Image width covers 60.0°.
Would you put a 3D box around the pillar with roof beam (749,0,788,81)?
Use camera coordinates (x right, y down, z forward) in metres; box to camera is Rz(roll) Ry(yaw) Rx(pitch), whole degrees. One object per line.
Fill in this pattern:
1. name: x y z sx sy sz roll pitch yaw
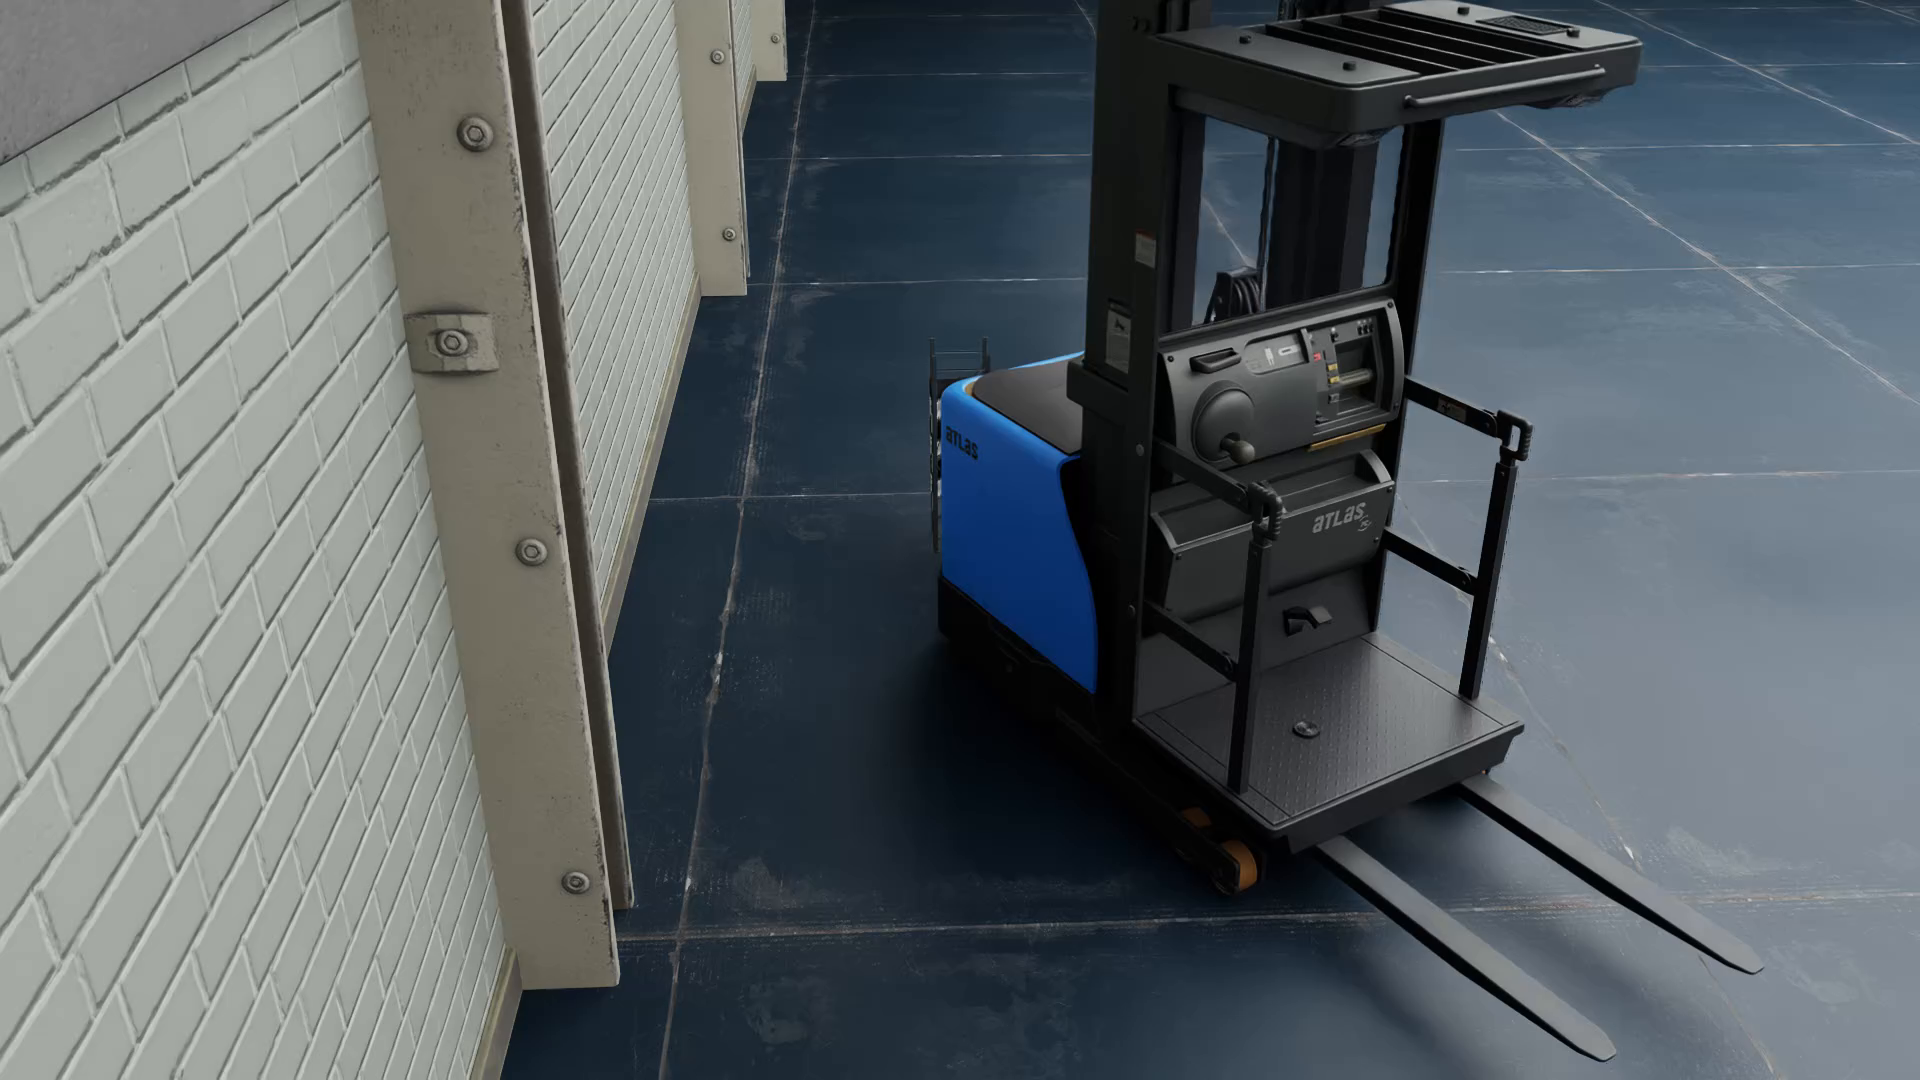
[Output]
1. pillar with roof beam: 2.523 -8.439 13.700 9.100 9.000 0.400 -1 28 -3

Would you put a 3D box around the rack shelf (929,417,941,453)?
1. rack shelf: 0.000 -0.445 7.009 0.258 0.077 0.200 -1 28 -3

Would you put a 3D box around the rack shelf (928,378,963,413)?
1. rack shelf: 0.000 -0.605 6.925 0.258 0.077 0.200 -1 28 -3

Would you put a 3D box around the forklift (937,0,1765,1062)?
1. forklift: 1.118 -0.452 4.947 1.130 2.935 3.031 -16 32 -28

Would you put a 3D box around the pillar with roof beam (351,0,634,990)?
1. pillar with roof beam: 3.149 -2.898 3.075 9.100 9.000 0.400 -1 28 -3

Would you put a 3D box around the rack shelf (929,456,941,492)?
1. rack shelf: 0.000 -0.286 7.092 0.258 0.077 0.200 -1 28 -3

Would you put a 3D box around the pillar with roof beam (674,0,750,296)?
1. pillar with roof beam: 2.836 -5.669 8.388 9.100 9.000 0.400 -1 28 -3

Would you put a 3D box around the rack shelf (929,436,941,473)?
1. rack shelf: 0.000 -0.366 7.050 0.258 0.077 0.200 -1 28 -3

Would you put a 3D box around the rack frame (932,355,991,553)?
1. rack frame: 0.006 -0.348 6.945 0.240 0.900 0.006 -1 28 -3

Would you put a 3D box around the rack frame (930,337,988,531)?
1. rack frame: -0.005 -0.442 7.125 0.240 0.900 0.006 -1 28 -3

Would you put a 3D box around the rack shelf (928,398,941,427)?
1. rack shelf: 0.000 -0.525 6.967 0.258 0.077 0.200 -1 28 -3

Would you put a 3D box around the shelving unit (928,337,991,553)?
1. shelving unit: 0.000 -0.395 7.035 0.258 0.900 0.210 -1 28 -3

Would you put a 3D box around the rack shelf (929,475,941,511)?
1. rack shelf: 0.000 -0.206 7.133 0.258 0.077 0.200 -1 28 -3
